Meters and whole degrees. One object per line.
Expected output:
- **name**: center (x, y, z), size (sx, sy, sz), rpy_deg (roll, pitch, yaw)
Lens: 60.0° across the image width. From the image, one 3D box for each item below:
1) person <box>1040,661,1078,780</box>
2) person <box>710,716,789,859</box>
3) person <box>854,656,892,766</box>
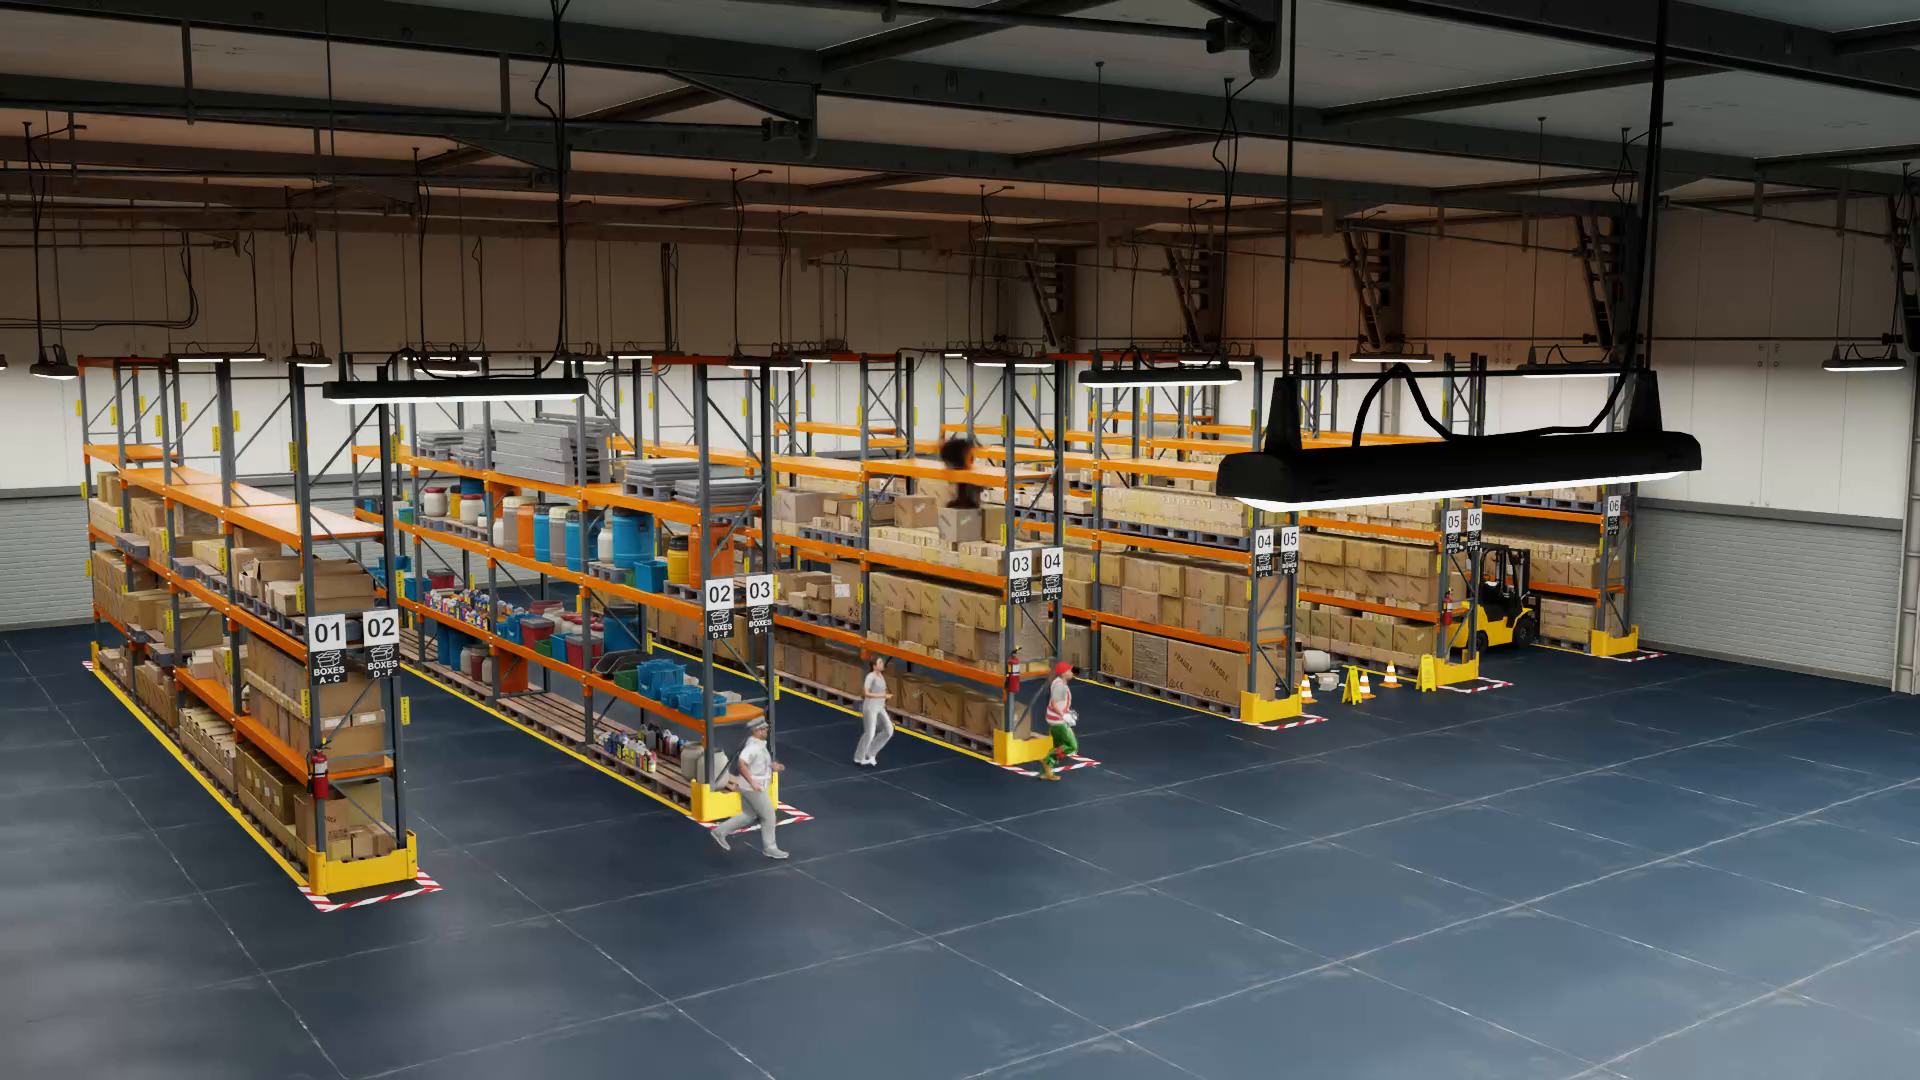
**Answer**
- **person**: center (1.413, 2.595, 23.816), size (0.533, 1.732, 0.628), rpy_deg (0, 7, -1)
- **person**: center (-2.566, 3.019, 20.239), size (0.952, 1.778, 0.638), rpy_deg (-1, 7, -11)
- **person**: center (-1.229, 2.536, 24.685), size (0.645, 1.637, 0.562), rpy_deg (5, 8, 34)
